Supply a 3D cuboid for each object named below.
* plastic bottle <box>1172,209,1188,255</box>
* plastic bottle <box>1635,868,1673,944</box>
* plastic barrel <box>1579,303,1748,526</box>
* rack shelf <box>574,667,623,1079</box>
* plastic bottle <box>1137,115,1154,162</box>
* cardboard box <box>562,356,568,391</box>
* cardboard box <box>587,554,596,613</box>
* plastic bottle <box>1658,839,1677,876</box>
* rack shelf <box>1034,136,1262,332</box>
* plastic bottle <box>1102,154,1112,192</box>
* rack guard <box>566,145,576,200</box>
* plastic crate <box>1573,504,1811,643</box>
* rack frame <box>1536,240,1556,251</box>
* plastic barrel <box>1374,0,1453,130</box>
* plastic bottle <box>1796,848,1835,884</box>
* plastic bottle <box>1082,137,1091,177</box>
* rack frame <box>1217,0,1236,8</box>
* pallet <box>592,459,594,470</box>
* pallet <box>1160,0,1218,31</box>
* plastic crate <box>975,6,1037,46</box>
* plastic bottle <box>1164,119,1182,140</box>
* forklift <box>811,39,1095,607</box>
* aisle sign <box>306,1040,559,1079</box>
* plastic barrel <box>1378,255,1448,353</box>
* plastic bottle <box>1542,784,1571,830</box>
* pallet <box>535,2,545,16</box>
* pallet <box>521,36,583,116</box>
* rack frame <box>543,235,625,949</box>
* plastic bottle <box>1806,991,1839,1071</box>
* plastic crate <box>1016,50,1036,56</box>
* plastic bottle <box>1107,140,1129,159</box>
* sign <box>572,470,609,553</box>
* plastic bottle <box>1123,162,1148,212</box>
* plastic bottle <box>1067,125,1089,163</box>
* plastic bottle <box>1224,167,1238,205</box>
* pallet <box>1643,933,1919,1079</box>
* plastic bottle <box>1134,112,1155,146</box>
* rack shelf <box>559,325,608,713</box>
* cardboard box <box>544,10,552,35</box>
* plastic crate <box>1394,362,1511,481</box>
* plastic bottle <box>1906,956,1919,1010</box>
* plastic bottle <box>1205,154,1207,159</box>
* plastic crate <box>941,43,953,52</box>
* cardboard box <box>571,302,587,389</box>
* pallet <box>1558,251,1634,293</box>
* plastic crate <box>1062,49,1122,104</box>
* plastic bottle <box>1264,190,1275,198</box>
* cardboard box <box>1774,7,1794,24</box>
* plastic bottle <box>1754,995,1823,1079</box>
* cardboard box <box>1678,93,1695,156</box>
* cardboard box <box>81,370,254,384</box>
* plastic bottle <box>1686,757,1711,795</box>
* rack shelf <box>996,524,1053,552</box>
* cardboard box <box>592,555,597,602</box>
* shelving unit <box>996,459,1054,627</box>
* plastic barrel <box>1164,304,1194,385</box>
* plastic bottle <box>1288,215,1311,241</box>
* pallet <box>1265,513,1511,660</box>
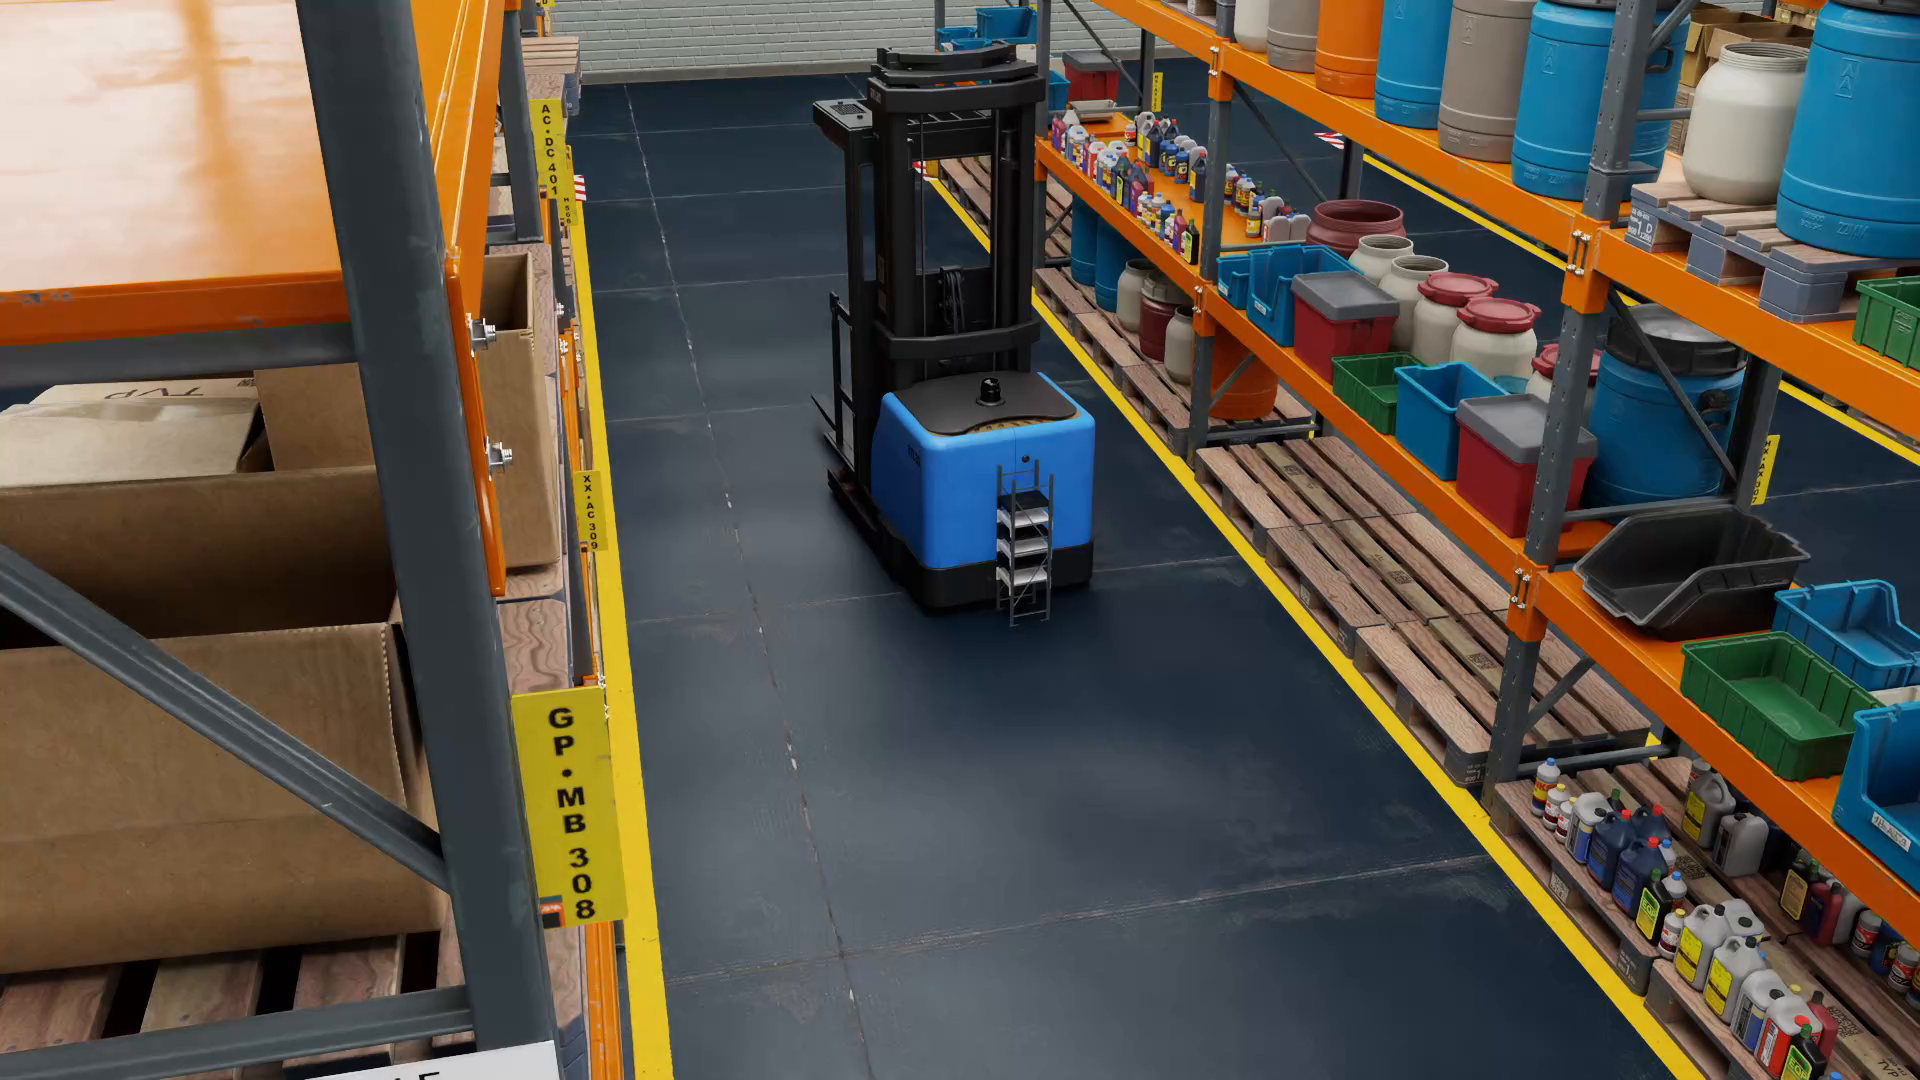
[{"bbox_3d":[1.476,-2.066,11.143,0.061,0.283,0.133,-6,27,-12],"label":"plastic bottle"},{"bbox_3d":[2.753,1.446,6.582,0.061,0.283,0.133,-5,27,-9],"label":"plastic bottle"},{"bbox_3d":[3.145,-0.550,7.455,0.600,0.901,0.708,-6,27,-12],"label":"plastic barrel"},{"bbox_3d":[-1.440,1.574,4.600,1.077,0.370,4.000,-6,27,-12],"label":"rack shelf"},{"bbox_3d":[1.519,-3.231,13.378,0.144,0.351,0.185,-6,27,-12],"label":"plastic bottle"},{"bbox_3d":[-2.320,-0.902,8.987,0.380,0.149,0.250,-6,27,-12],"label":"cardboard box"},{"bbox_3d":[-2.088,0.283,8.323,0.500,0.311,0.500,-5,27,-10],"label":"cardboard box"},{"bbox_3d":[2.864,1.343,6.799,0.097,0.271,0.097,0,27,0],"label":"plastic bottle"},{"bbox_3d":[1.584,-2.439,12.552,1.077,0.370,4.000,-6,27,-12],"label":"rack shelf"},{"bbox_3d":[1.127,-2.777,12.565,0.097,0.271,0.097,0,27,0],"label":"plastic bottle"},{"bbox_3d":[-4.578,-3.744,17.112,1.175,0.500,0.348,-6,27,-12],"label":"rack guard"},{"bbox_3d":[2.931,0.144,6.704,0.767,0.338,0.504,-6,27,-12],"label":"plastic crate"},{"bbox_3d":[5.959,-4.141,15.126,1.000,3.000,0.127,-6,27,-12],"label":"rack frame"},{"bbox_3d":[2.316,-2.464,7.918,0.600,0.901,0.708,-6,27,-12],"label":"plastic barrel"},{"bbox_3d":[3.478,1.340,6.719,0.144,0.351,0.185,-6,27,-12],"label":"plastic bottle"},{"bbox_3d":[1.001,-2.992,12.978,0.061,0.283,0.133,-6,27,-12],"label":"plastic bottle"},{"bbox_3d":[2.035,-4.560,9.298,1.000,3.000,0.127,-6,27,-12],"label":"rack frame"},{"bbox_3d":[-2.923,-0.467,10.942,1.003,0.211,1.213,-6,27,-12],"label":"pallet"},{"bbox_3d":[1.958,-3.483,10.702,1.003,0.211,1.213,-6,27,-12],"label":"pallet"},{"bbox_3d":[0.490,-5.309,17.333,0.616,0.435,0.499,-6,27,-12],"label":"plastic crate"},{"bbox_3d":[1.701,-3.165,13.246,0.144,0.351,0.185,-6,27,-12],"label":"plastic bottle"},{"bbox_3d":[-0.217,-1.573,10.113,1.130,2.935,3.031,-9,28,-18],"label":"forklift"},{"bbox_3d":[-0.676,0.968,2.117,0.394,0.787,0.004,-6,27,-12],"label":"aisle sign"},{"bbox_3d":[2.570,-1.317,9.407,0.421,0.512,0.421,0,27,0],"label":"plastic barrel"},{"bbox_3d":[2.604,1.156,7.249,0.097,0.201,0.097,0,27,0],"label":"plastic bottle"},{"bbox_3d":[-3.378,-3.644,11.019,1.213,0.211,1.003,-6,27,-12],"label":"pallet"},{"bbox_3d":[-2.552,-2.347,8.451,1.213,0.211,1.003,-5,27,-9],"label":"pallet"},{"bbox_3d":[-1.890,0.375,6.178,1.000,3.000,0.127,-6,27,-12],"label":"rack frame"},{"bbox_3d":[3.070,1.760,5.961,0.061,0.283,0.133,-6,27,-12],"label":"plastic bottle"},{"bbox_3d":[0.644,-4.835,16.726,0.396,0.136,0.243,-6,27,-12],"label":"plastic crate"},{"bbox_3d":[1.224,-2.950,12.903,0.152,0.276,0.135,-6,27,-12],"label":"plastic bottle"},{"bbox_3d":[-1.350,-0.104,6.078,0.100,0.325,0.005,-6,27,-12],"label":"sign"},{"bbox_3d":[1.275,-2.570,12.068,0.144,0.351,0.185,-6,27,-12],"label":"plastic bottle"},{"bbox_3d":[0.949,-3.180,13.360,0.152,0.276,0.135,-6,27,-12],"label":"plastic bottle"},{"bbox_3d":[1.993,-2.608,12.231,0.097,0.271,0.097,0,27,0],"label":"plastic bottle"},{"bbox_3d":[3.326,1.954,6.144,1.003,0.211,1.213,-6,27,-12],"label":"pallet"},{"bbox_3d":[1.537,-3.443,13.879,0.152,0.276,0.135,-6,27,-12],"label":"plastic bottle"},{"bbox_3d":[-2.341,-0.182,8.079,1.077,0.370,4.000,-6,27,-12],"label":"rack shelf"},{"bbox_3d":[-3.642,-4.090,13.803,0.500,0.500,0.500,-7,28,-13],"label":"cardboard box"},{"bbox_3d":[2.385,-0.572,8.071,0.392,0.384,0.575,-6,27,-12],"label":"plastic crate"},{"bbox_3d":[3.633,1.630,6.232,0.097,0.271,0.097,0,27,0],"label":"plastic bottle"},{"bbox_3d":[1.840,-2.785,12.582,0.097,0.271,0.097,0,27,0],"label":"plastic bottle"},{"bbox_3d":[-0.041,-5.012,17.077,0.250,0.136,0.298,-6,27,-12],"label":"plastic crate"},{"bbox_3d":[-2.970,-1.369,11.919,0.500,0.500,0.500,-7,28,-13],"label":"cardboard box"},{"bbox_3d":[6.206,-2.565,15.098,1.003,0.211,1.213,-6,27,-12],"label":"pallet"},{"bbox_3d":[1.177,-4.111,14.928,0.402,0.464,0.583,-6,27,-12],"label":"plastic crate"},{"bbox_3d":[2.162,-2.319,11.646,0.061,0.283,0.133,-6,27,-12],"label":"plastic bottle"},{"bbox_3d":[9.666,-6.069,19.223,0.380,0.149,0.250,-6,27,-12],"label":"cardboard box"},{"bbox_3d":[2.967,1.774,5.940,0.152,0.276,0.135,-6,27,-11],"label":"plastic bottle"},{"bbox_3d":[6.167,-3.292,13.332,0.500,0.500,0.500,-5,27,-11],"label":"cardboard box"},{"bbox_3d":[-1.642,-0.524,3.895,0.797,0.503,0.637,-3,27,-6],"label":"cardboard box"},{"bbox_3d":[3.322,1.054,7.449,0.097,0.201,0.097,0,27,0],"label":"plastic bottle"},{"bbox_3d":[0.355,-0.029,9.184,0.258,0.077,0.200,-9,28,-18],"label":"rack shelf"},{"bbox_3d":[-2.205,0.312,8.887,0.500,0.250,0.500,-5,27,-10],"label":"cardboard box"},{"bbox_3d":[0.355,0.021,9.209,0.258,0.900,0.210,-9,28,-18],"label":"shelving unit"},{"bbox_3d":[1.694,-1.411,12.011,0.421,0.512,0.421,0,27,0],"label":"plastic barrel"},{"bbox_3d":[2.252,-2.050,11.119,0.152,0.276,0.135,-6,27,-12],"label":"plastic bottle"},{"bbox_3d":[2.443,0.241,9.538,1.003,0.211,1.213,-6,27,-12],"label":"pallet"}]
